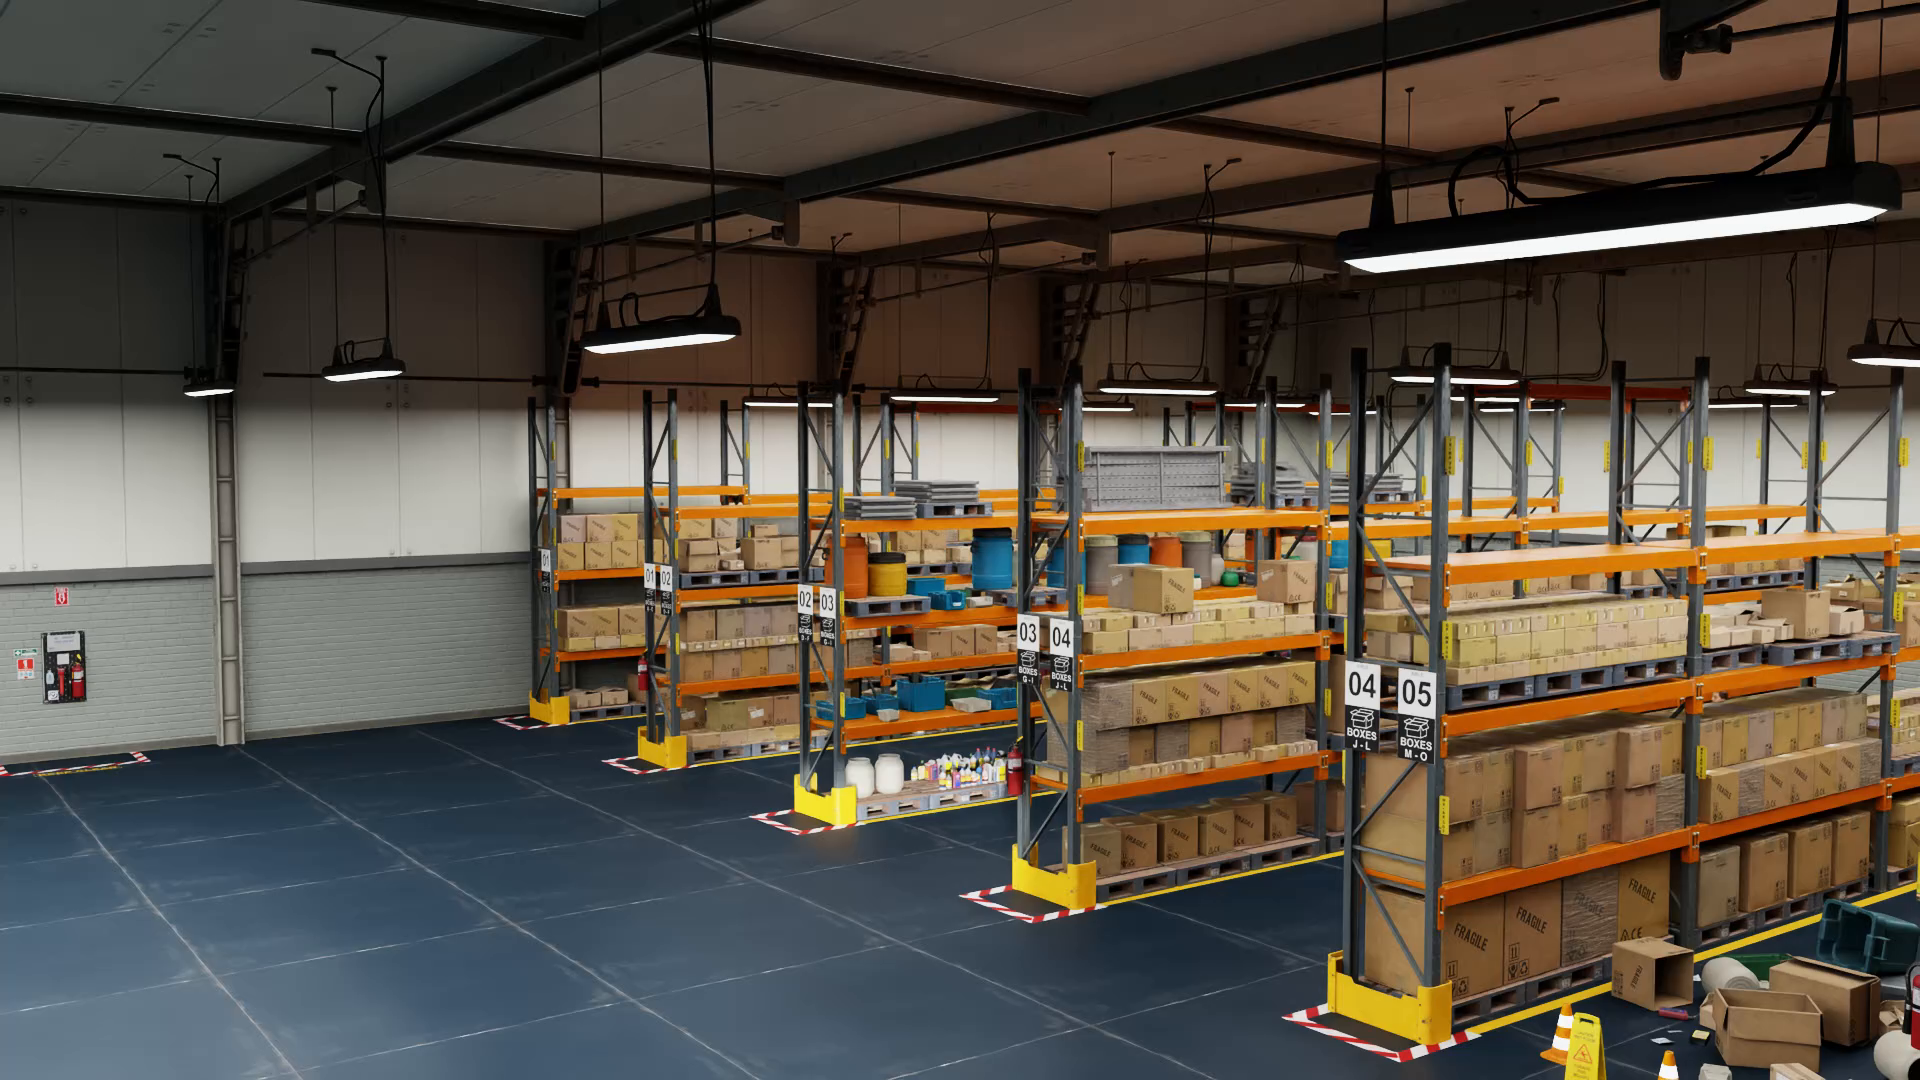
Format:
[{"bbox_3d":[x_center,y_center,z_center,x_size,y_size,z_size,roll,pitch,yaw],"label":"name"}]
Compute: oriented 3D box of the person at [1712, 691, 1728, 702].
[{"bbox_3d":[10.790,2.929,23.740,0.986,1.612,0.457,-1,4,-24],"label":"person"}]
